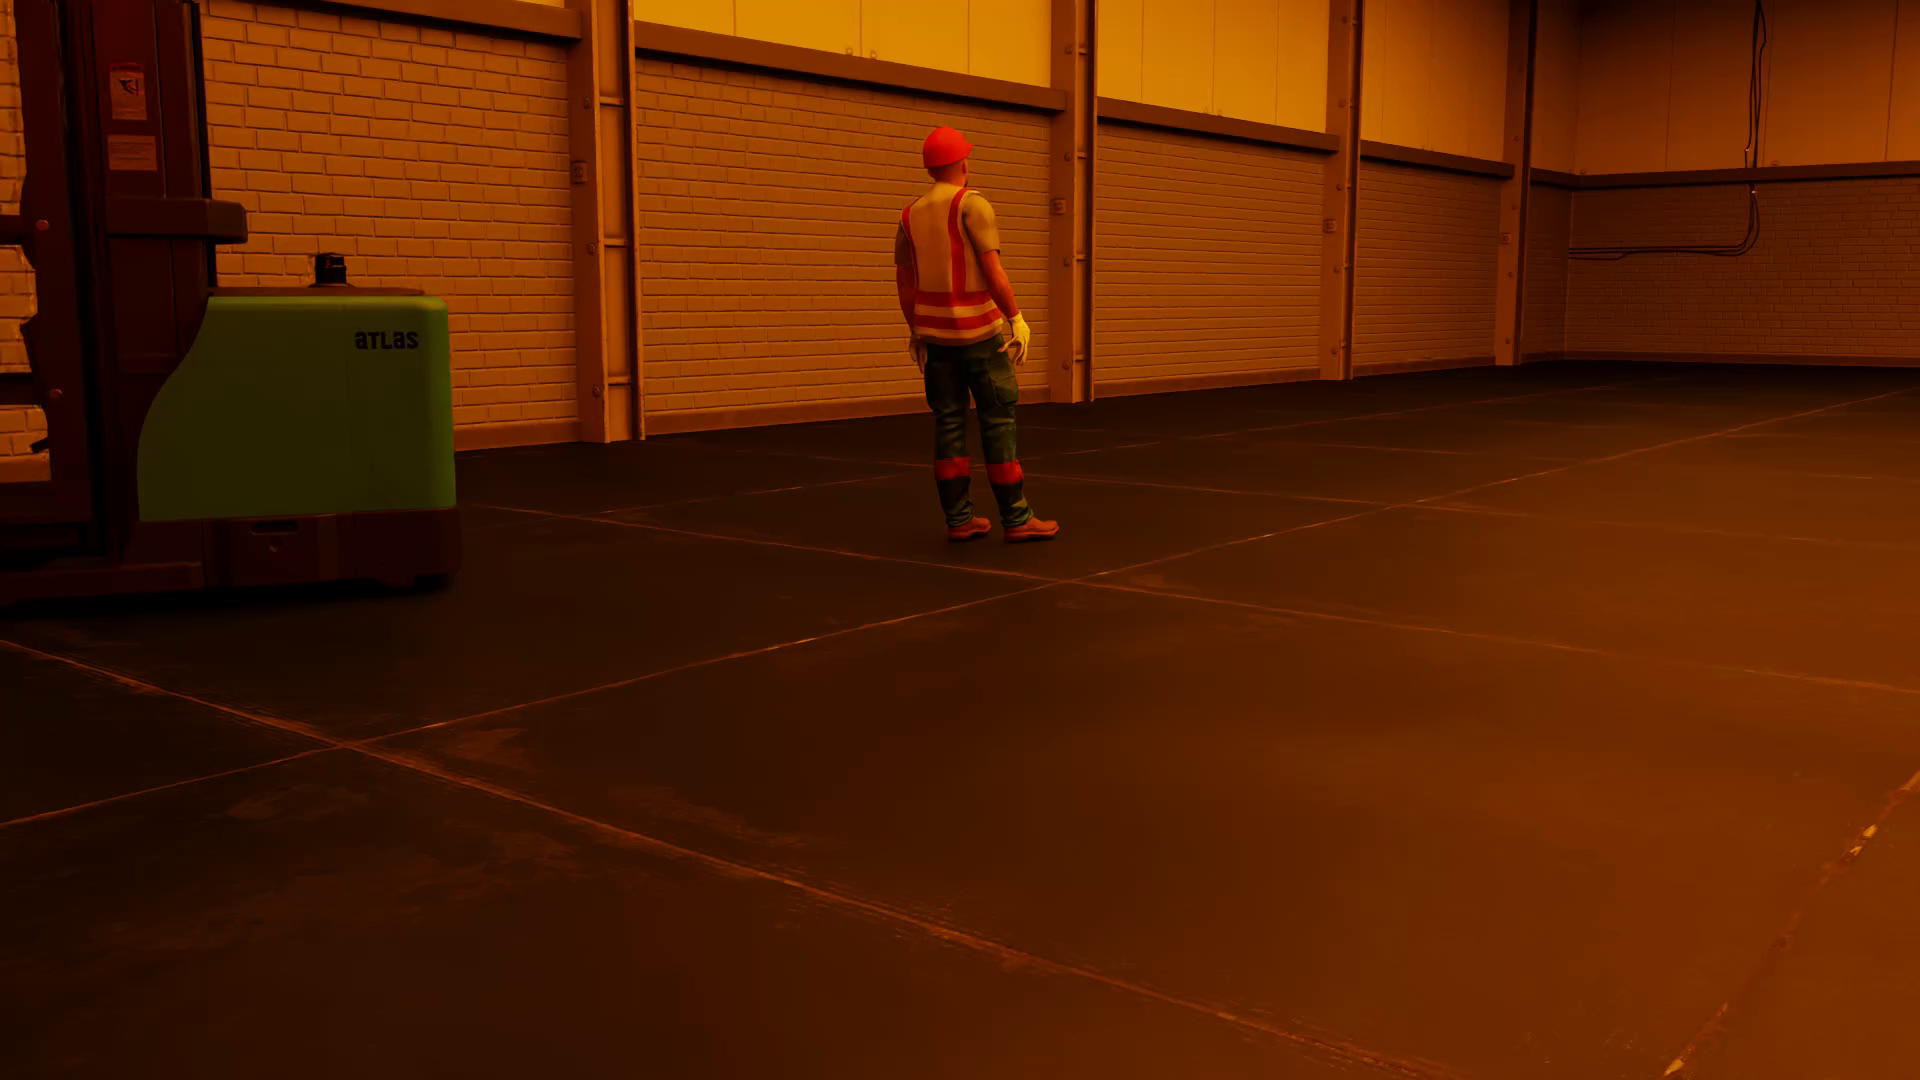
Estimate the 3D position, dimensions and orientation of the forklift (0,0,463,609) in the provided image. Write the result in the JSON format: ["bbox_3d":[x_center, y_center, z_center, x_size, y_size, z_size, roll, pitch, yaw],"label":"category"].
[{"bbox_3d":[-3.413,-1.250,5.822,3.031,2.935,1.130,-3,9,-21],"label":"forklift"}]

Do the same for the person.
[{"bbox_3d":[0.060,-0.900,7.328,0.637,1.787,0.564,7,11,38],"label":"person"}]
